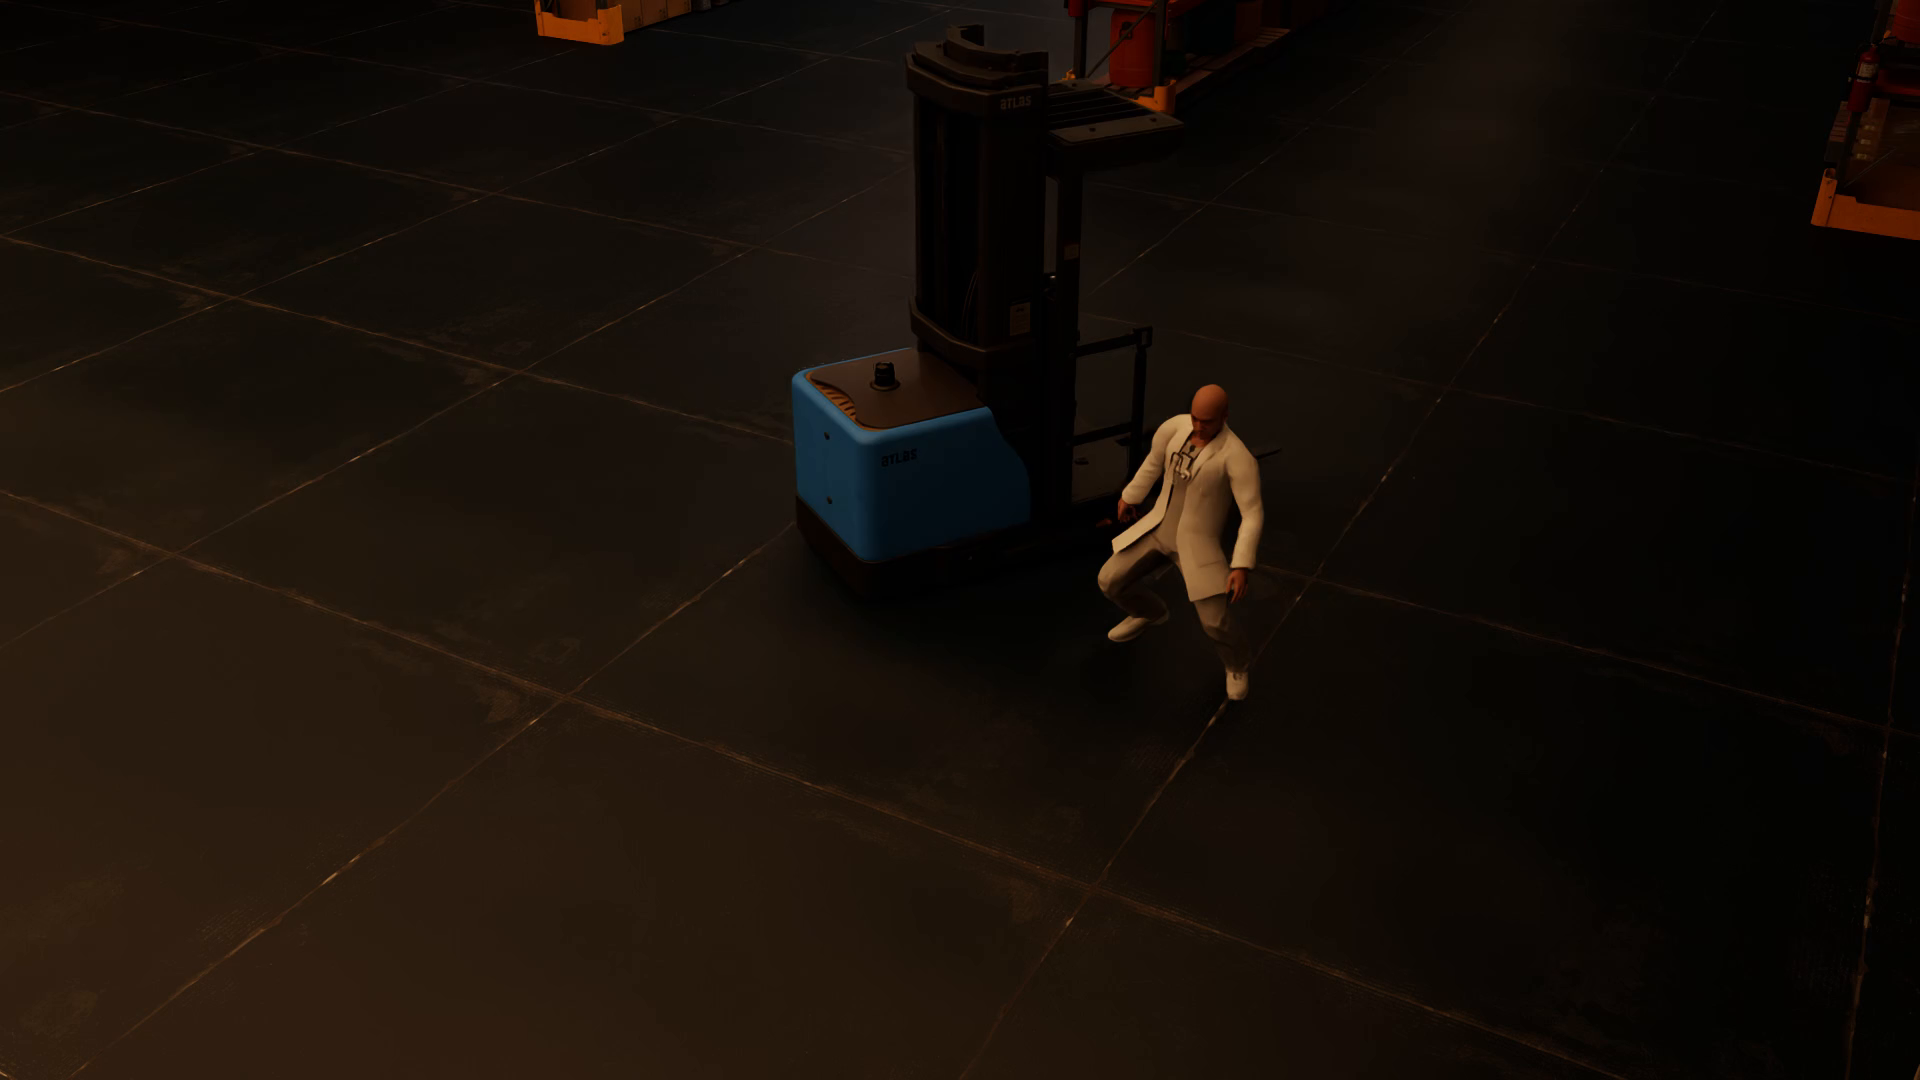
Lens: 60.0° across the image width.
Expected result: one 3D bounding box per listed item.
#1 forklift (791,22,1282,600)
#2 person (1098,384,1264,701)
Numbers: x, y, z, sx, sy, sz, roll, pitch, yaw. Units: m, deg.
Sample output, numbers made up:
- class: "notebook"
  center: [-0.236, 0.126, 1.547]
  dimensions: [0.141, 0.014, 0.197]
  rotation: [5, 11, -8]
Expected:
- class: "forklift"
  center: [0.561, -1.446, 9.576]
  dimensions: [3.031, 2.935, 1.130]
  rotation: [-15, 33, -24]
- class: "person"
  center: [1.148, -0.029, 8.417]
  dimensions: [0.617, 1.663, 0.977]
  rotation: [-23, 37, -34]
